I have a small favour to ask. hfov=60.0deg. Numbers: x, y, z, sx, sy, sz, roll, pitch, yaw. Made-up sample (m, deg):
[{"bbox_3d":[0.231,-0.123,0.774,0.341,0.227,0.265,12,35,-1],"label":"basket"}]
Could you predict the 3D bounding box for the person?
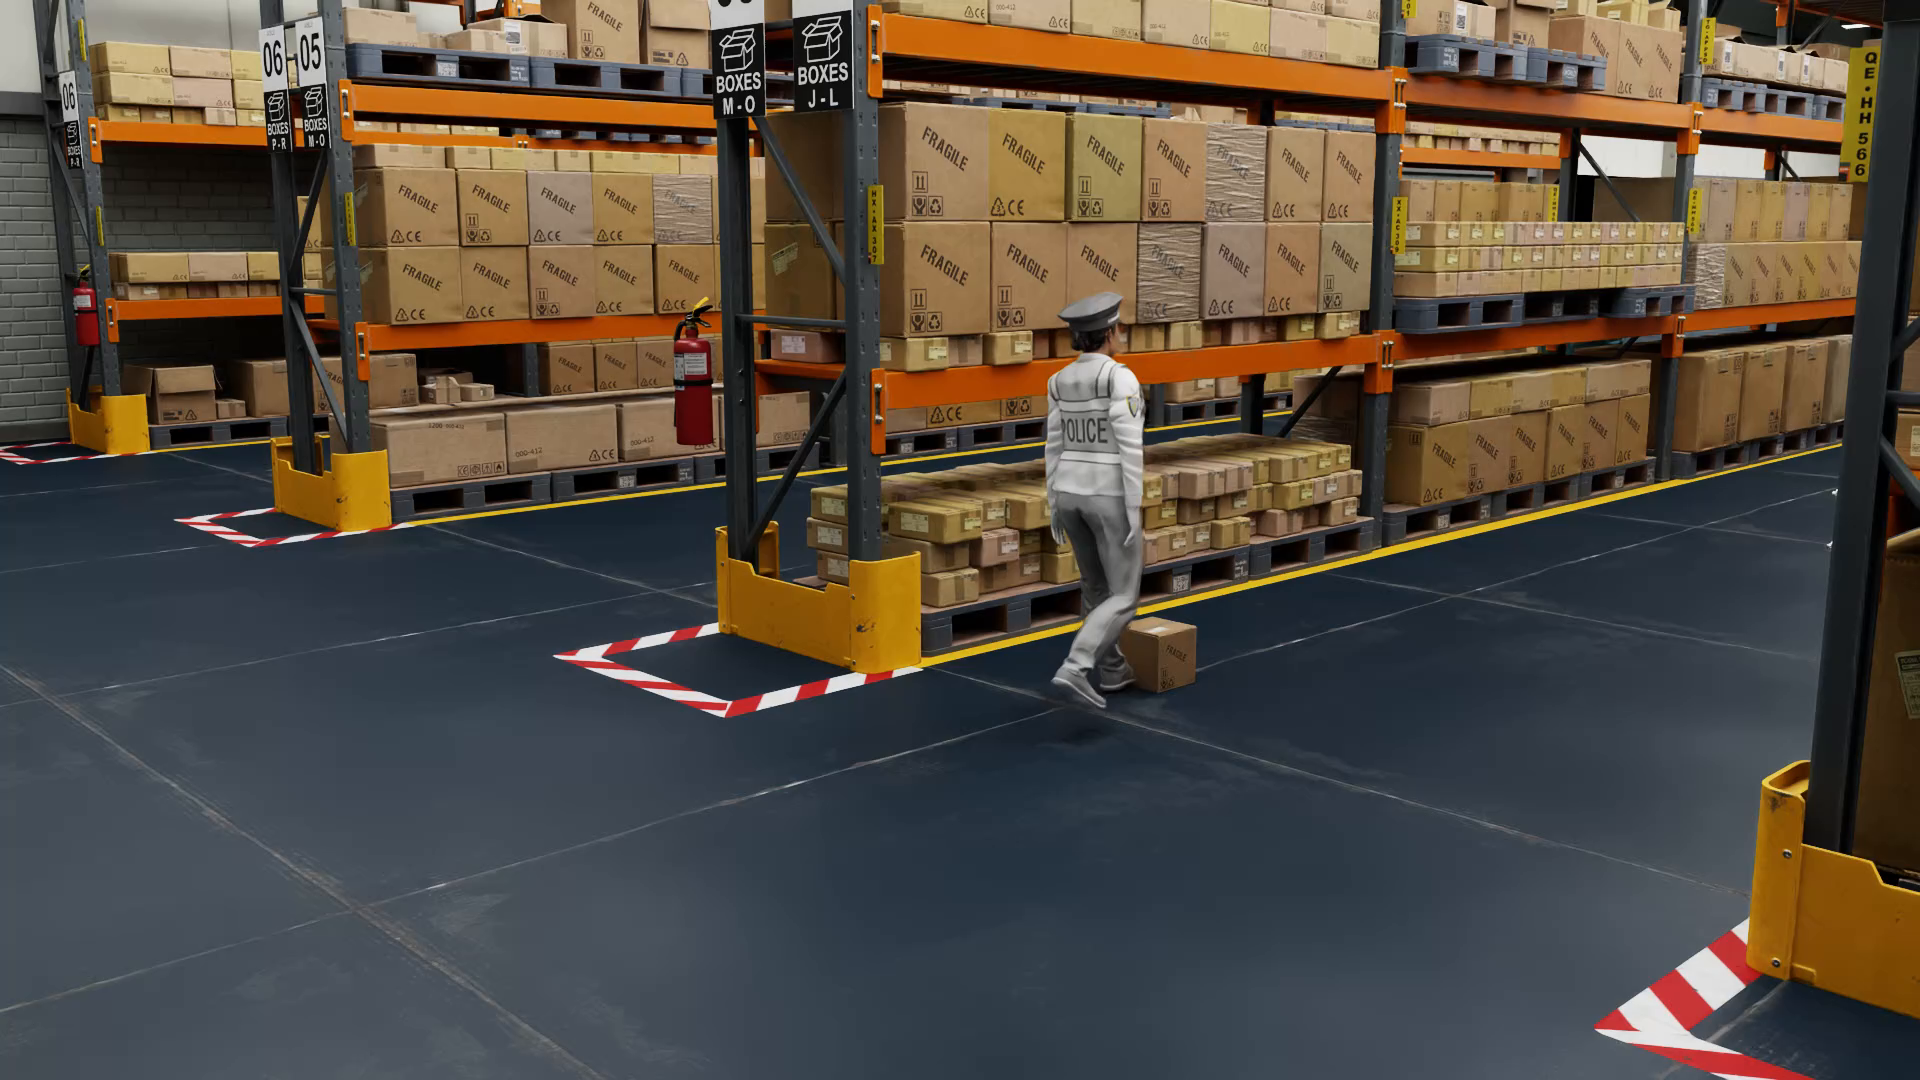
[{"bbox_3d":[0.546,-0.149,6.620,0.898,1.655,0.540,-10,15,-44],"label":"person"}]
